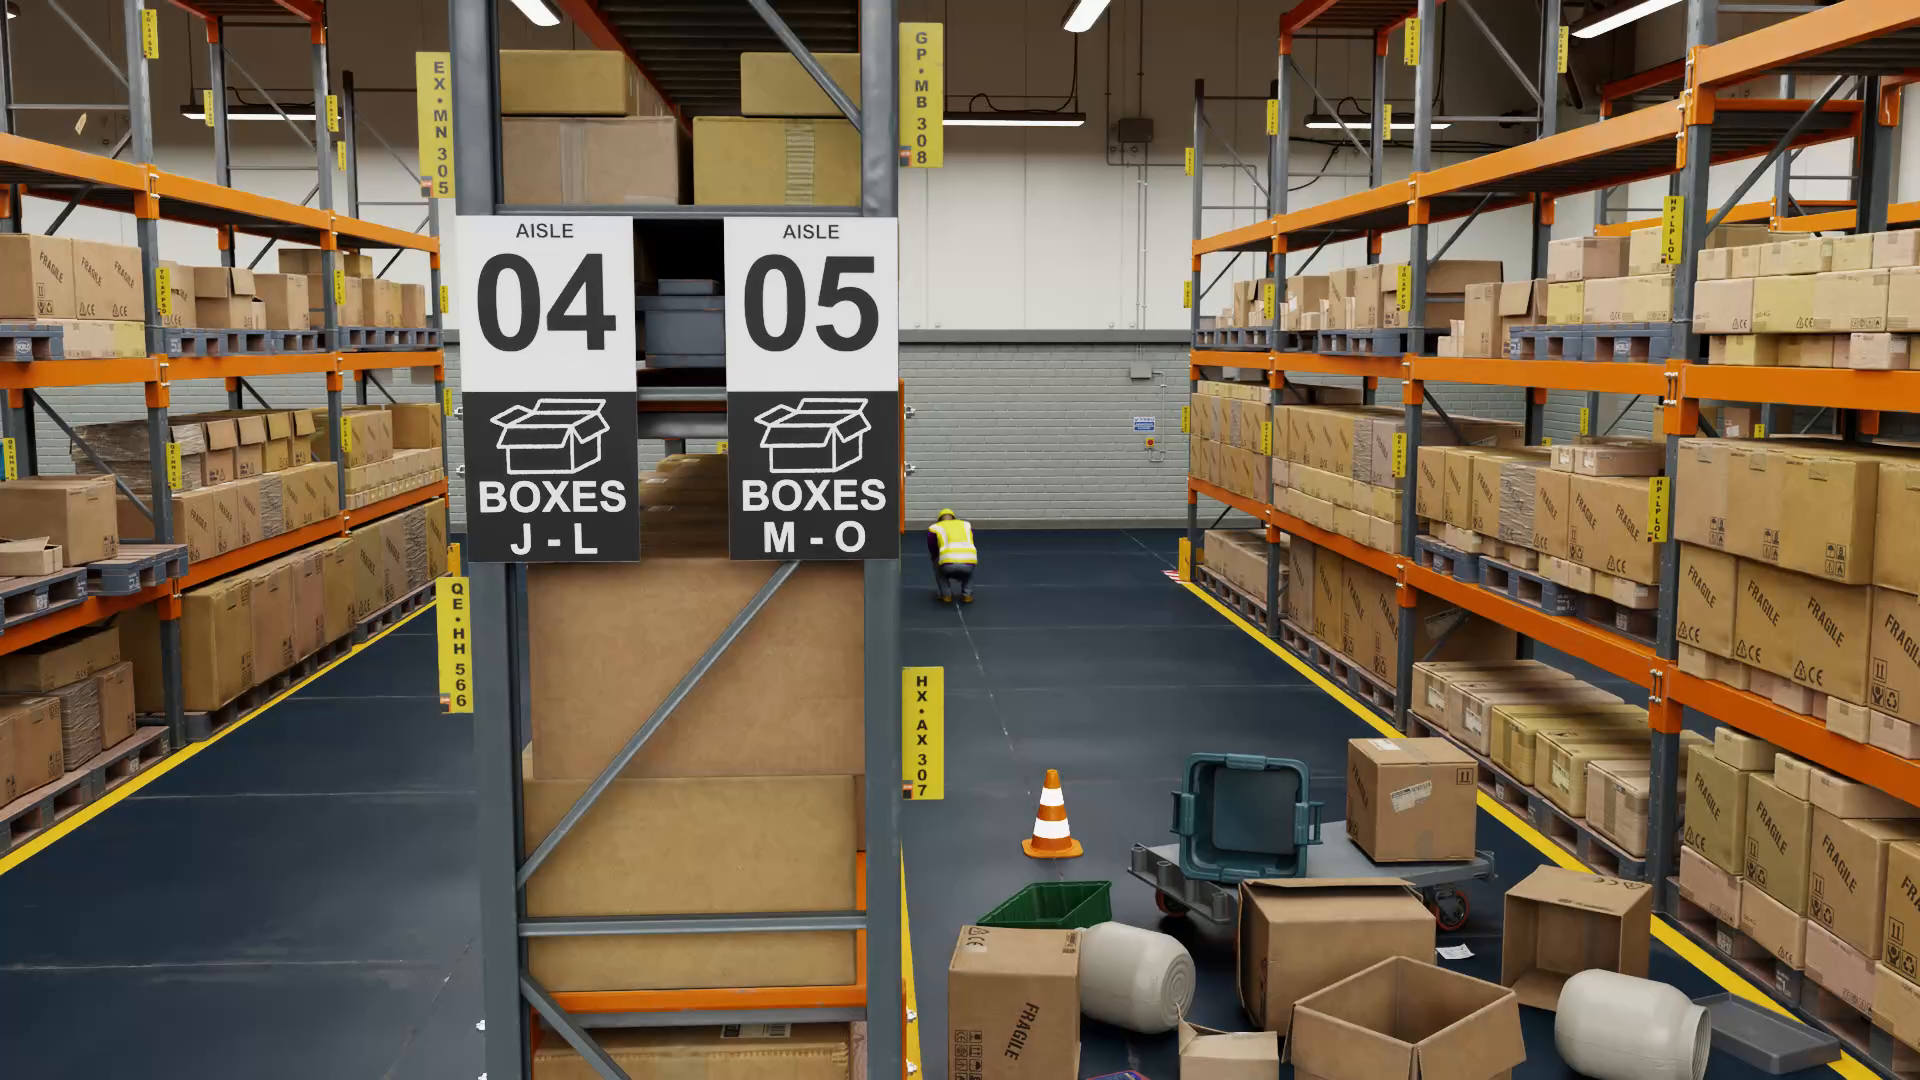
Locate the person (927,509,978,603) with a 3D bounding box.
[{"bbox_3d":[-0.098,0.176,18.884,0.545,1.014,0.898,-1,7,-7],"label":"person"}]
